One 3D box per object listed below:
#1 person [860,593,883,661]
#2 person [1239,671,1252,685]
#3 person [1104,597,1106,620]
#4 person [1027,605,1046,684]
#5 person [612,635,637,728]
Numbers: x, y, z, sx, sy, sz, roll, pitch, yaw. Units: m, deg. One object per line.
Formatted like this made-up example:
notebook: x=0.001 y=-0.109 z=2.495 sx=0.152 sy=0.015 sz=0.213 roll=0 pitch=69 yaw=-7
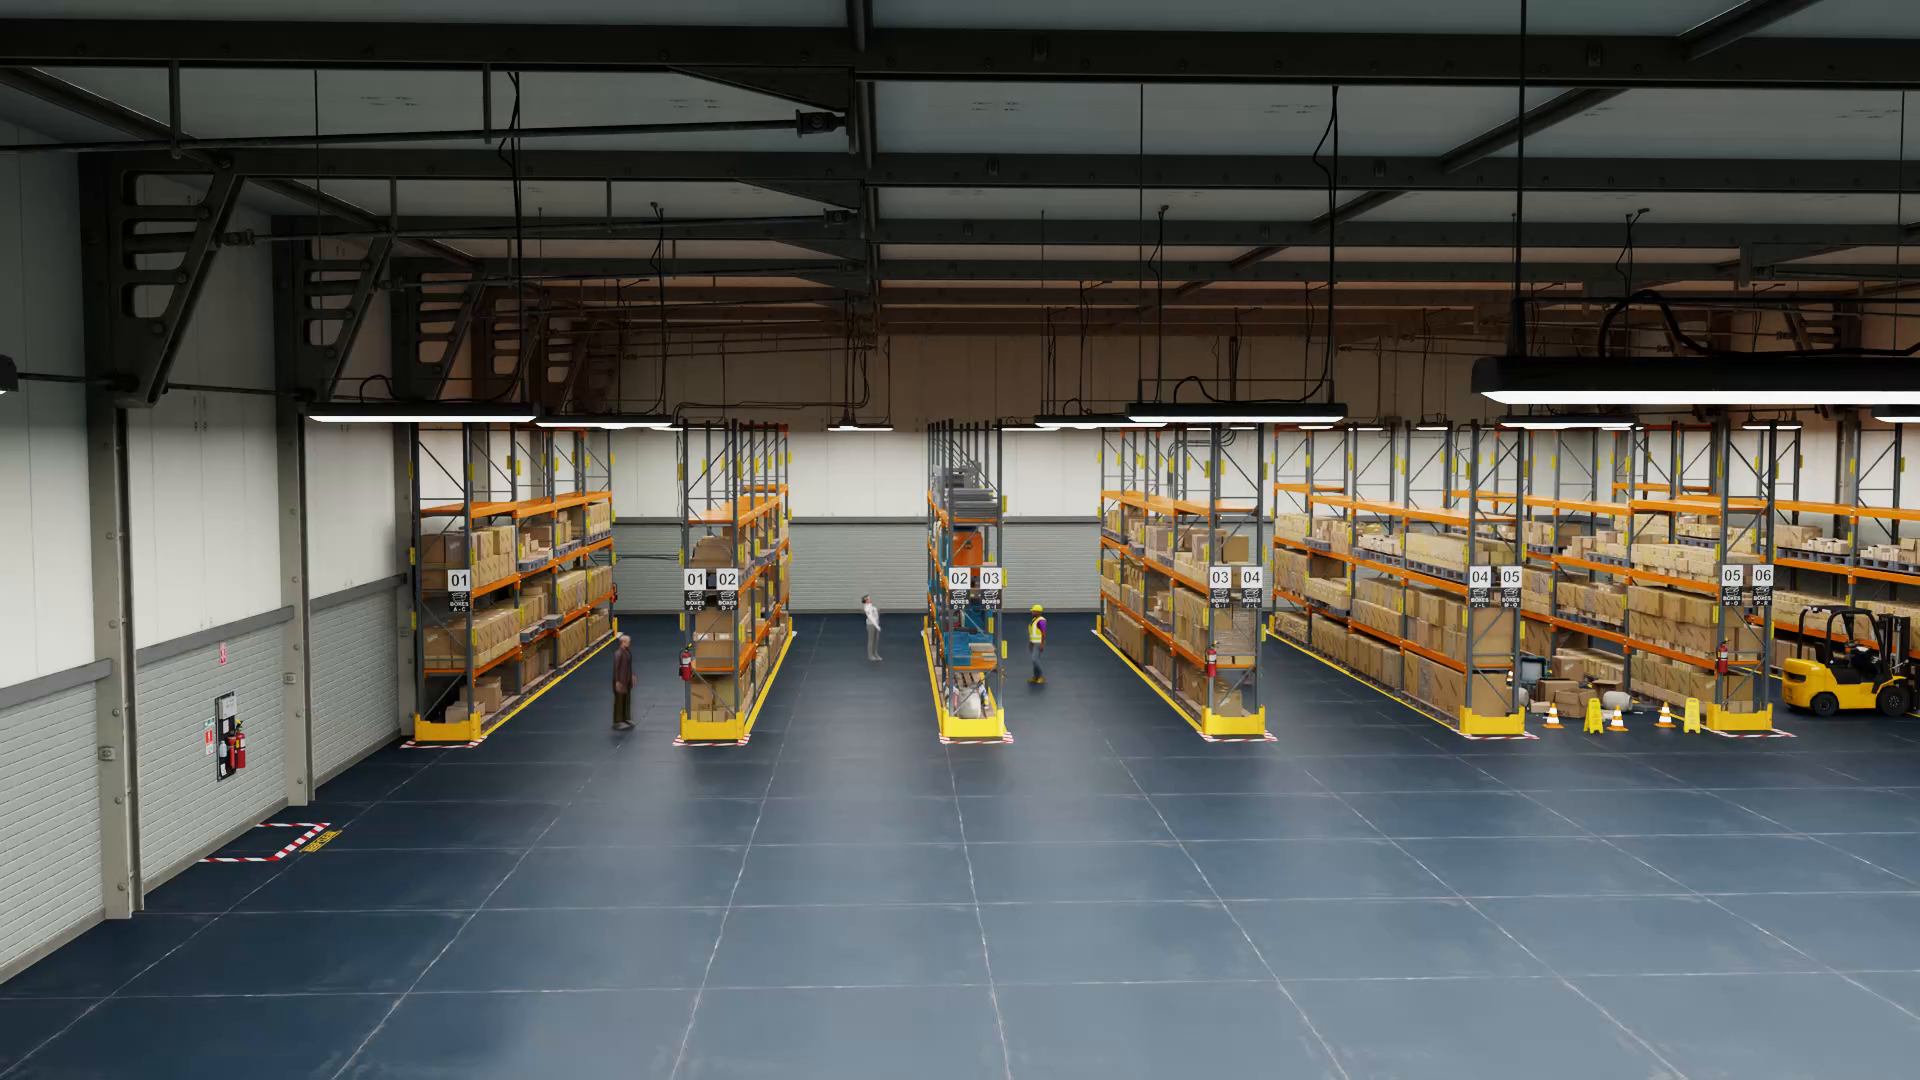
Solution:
person: x=-2.182 y=2.187 z=41.850 sx=0.621 sy=1.704 sz=0.580 roll=2 pitch=4 yaw=26
person: x=6.548 y=2.458 z=38.101 sx=0.417 sy=1.654 sz=0.544 roll=-2 pitch=4 yaw=-24
person: x=4.602 y=1.618 z=50.276 sx=0.570 sy=1.736 sz=1.061 roll=2 pitch=4 yaw=30
person: x=1.751 y=2.388 z=38.258 sx=0.388 sy=1.784 sz=0.618 roll=-1 pitch=4 yaw=-18
person: x=-6.557 y=2.850 z=32.464 sx=0.423 sy=1.607 sz=0.616 roll=1 pitch=4 yaw=11
